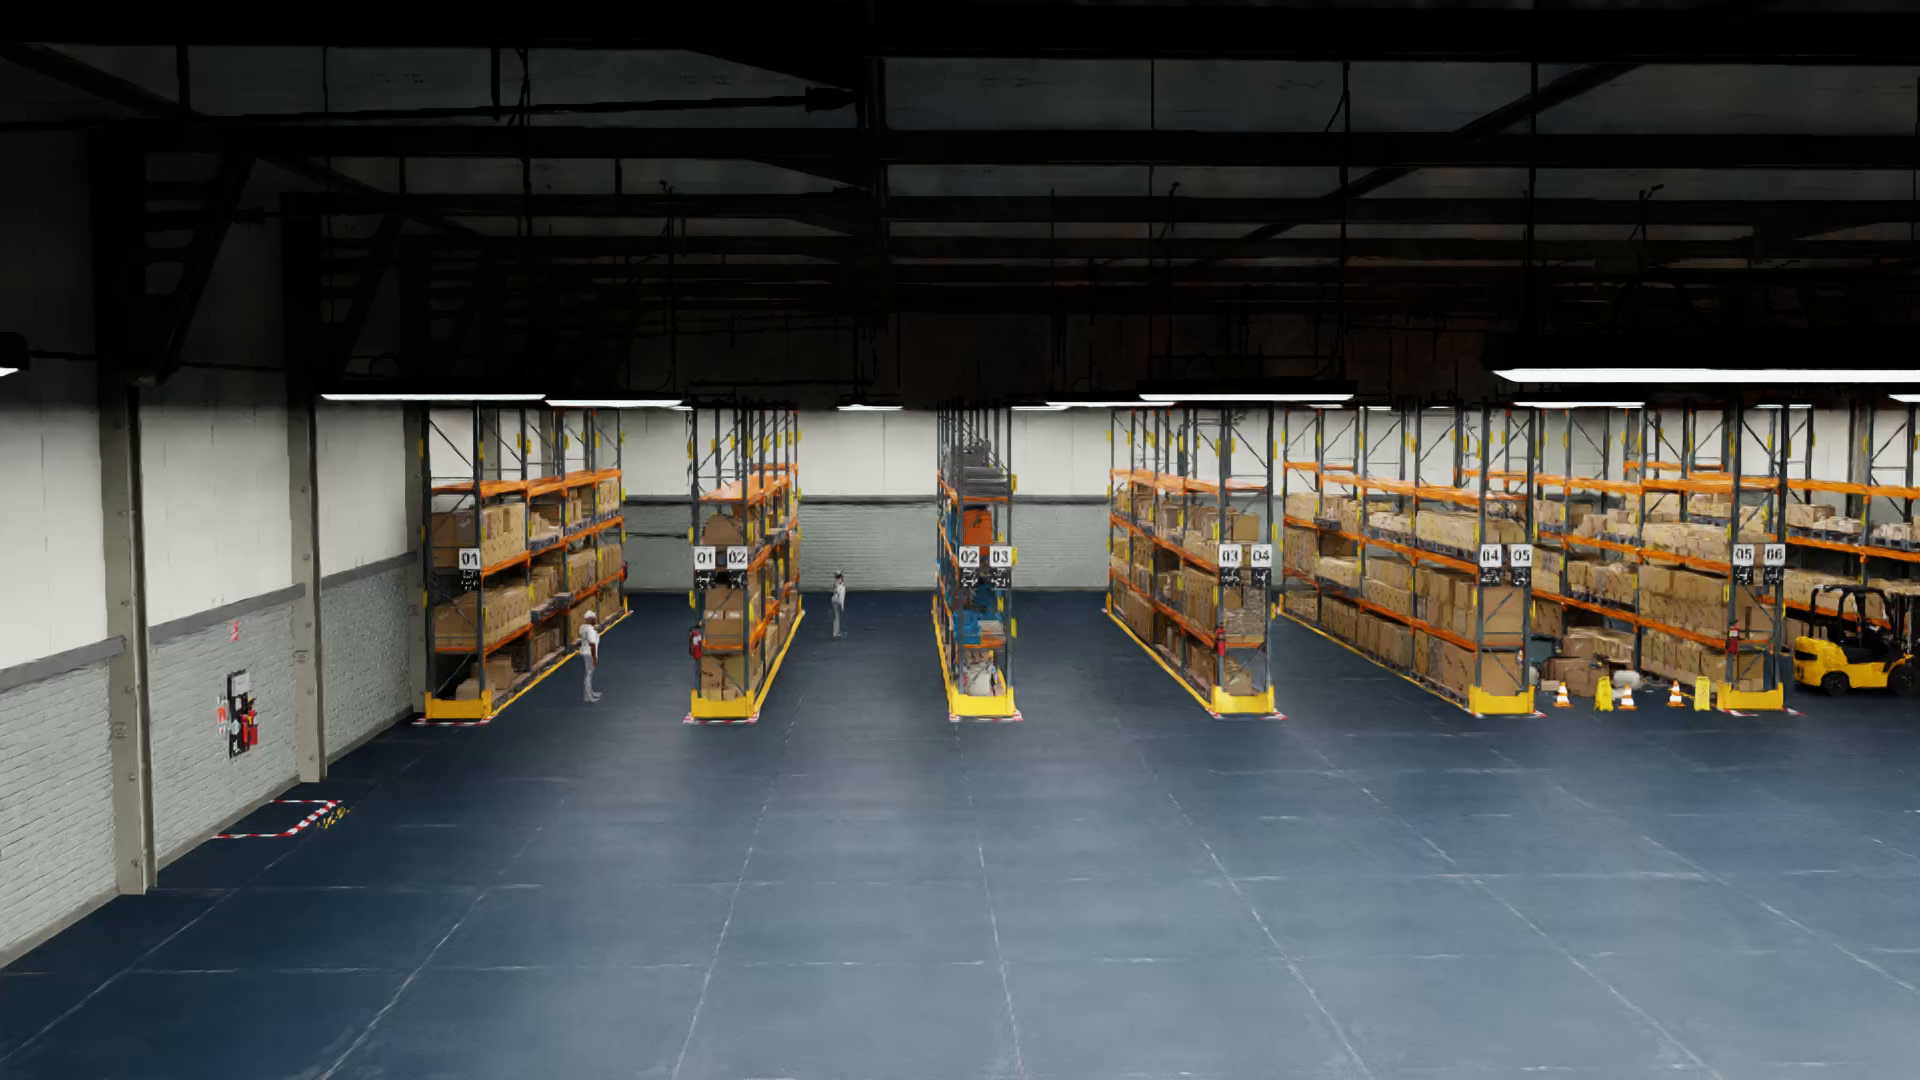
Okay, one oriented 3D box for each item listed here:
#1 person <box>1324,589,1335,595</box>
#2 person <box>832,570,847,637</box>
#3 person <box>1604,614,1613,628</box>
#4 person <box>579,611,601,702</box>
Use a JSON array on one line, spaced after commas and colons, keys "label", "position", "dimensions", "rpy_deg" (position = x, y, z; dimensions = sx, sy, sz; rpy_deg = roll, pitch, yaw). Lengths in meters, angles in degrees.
[{"label": "person", "position": [11.279, 0.970, 50.848], "dimensions": [0.527, 1.664, 0.542], "rpy_deg": [3, 5, 34]}, {"label": "person", "position": [-3.047, 1.606, 42.252], "dimensions": [0.437, 1.680, 0.545], "rpy_deg": [-2, 5, -22]}, {"label": "person", "position": [16.789, 1.565, 43.379], "dimensions": [0.522, 1.590, 0.523], "rpy_deg": [2, 5, 28]}, {"label": "person", "position": [-7.286, 2.282, 32.923], "dimensions": [0.463, 1.764, 0.649], "rpy_deg": [-3, 5, -31]}]
